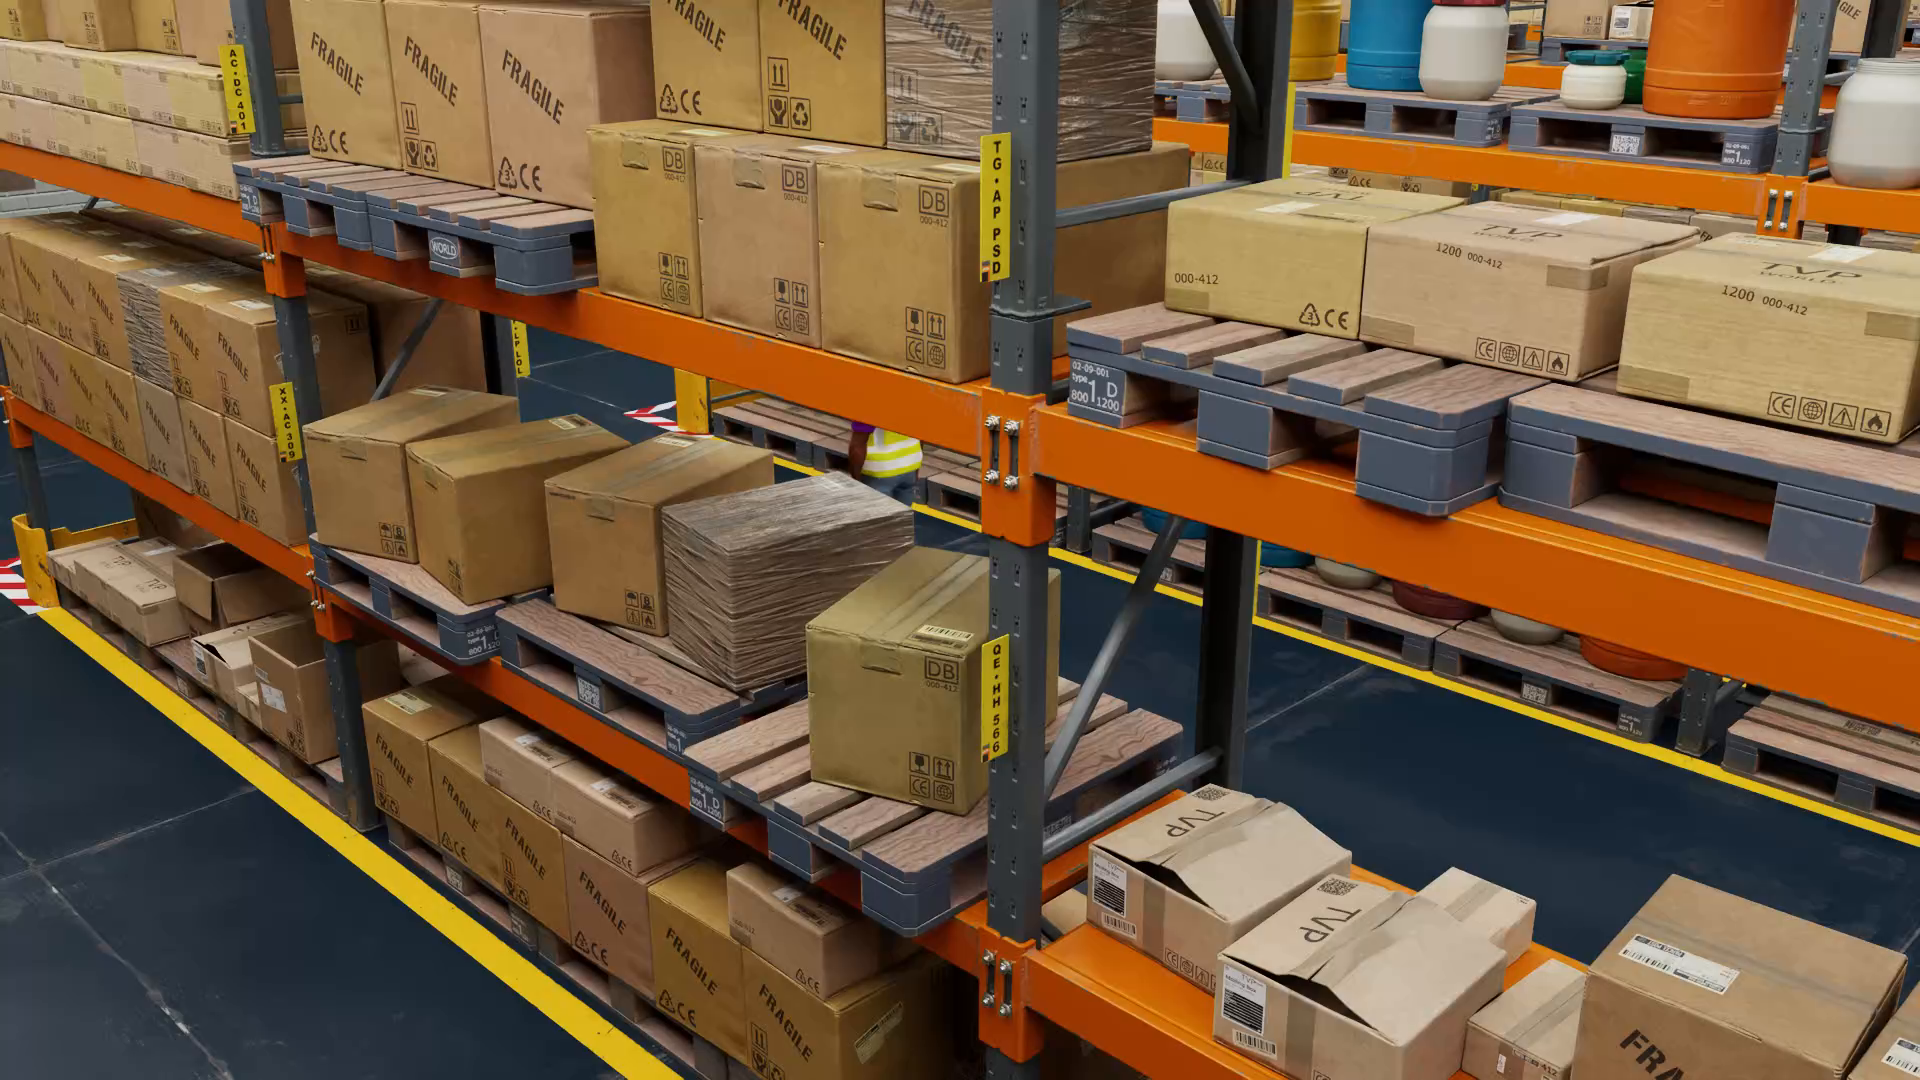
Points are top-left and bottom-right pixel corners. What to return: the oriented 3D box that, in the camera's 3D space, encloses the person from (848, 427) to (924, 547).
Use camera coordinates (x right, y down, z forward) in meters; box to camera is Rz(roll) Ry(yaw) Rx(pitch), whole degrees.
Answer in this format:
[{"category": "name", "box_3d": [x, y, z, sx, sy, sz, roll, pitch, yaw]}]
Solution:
[{"category": "person", "box_3d": [5.185, -7.417, 18.118, 23.125, 9.031, 7.372, -19, 28, -41]}]
